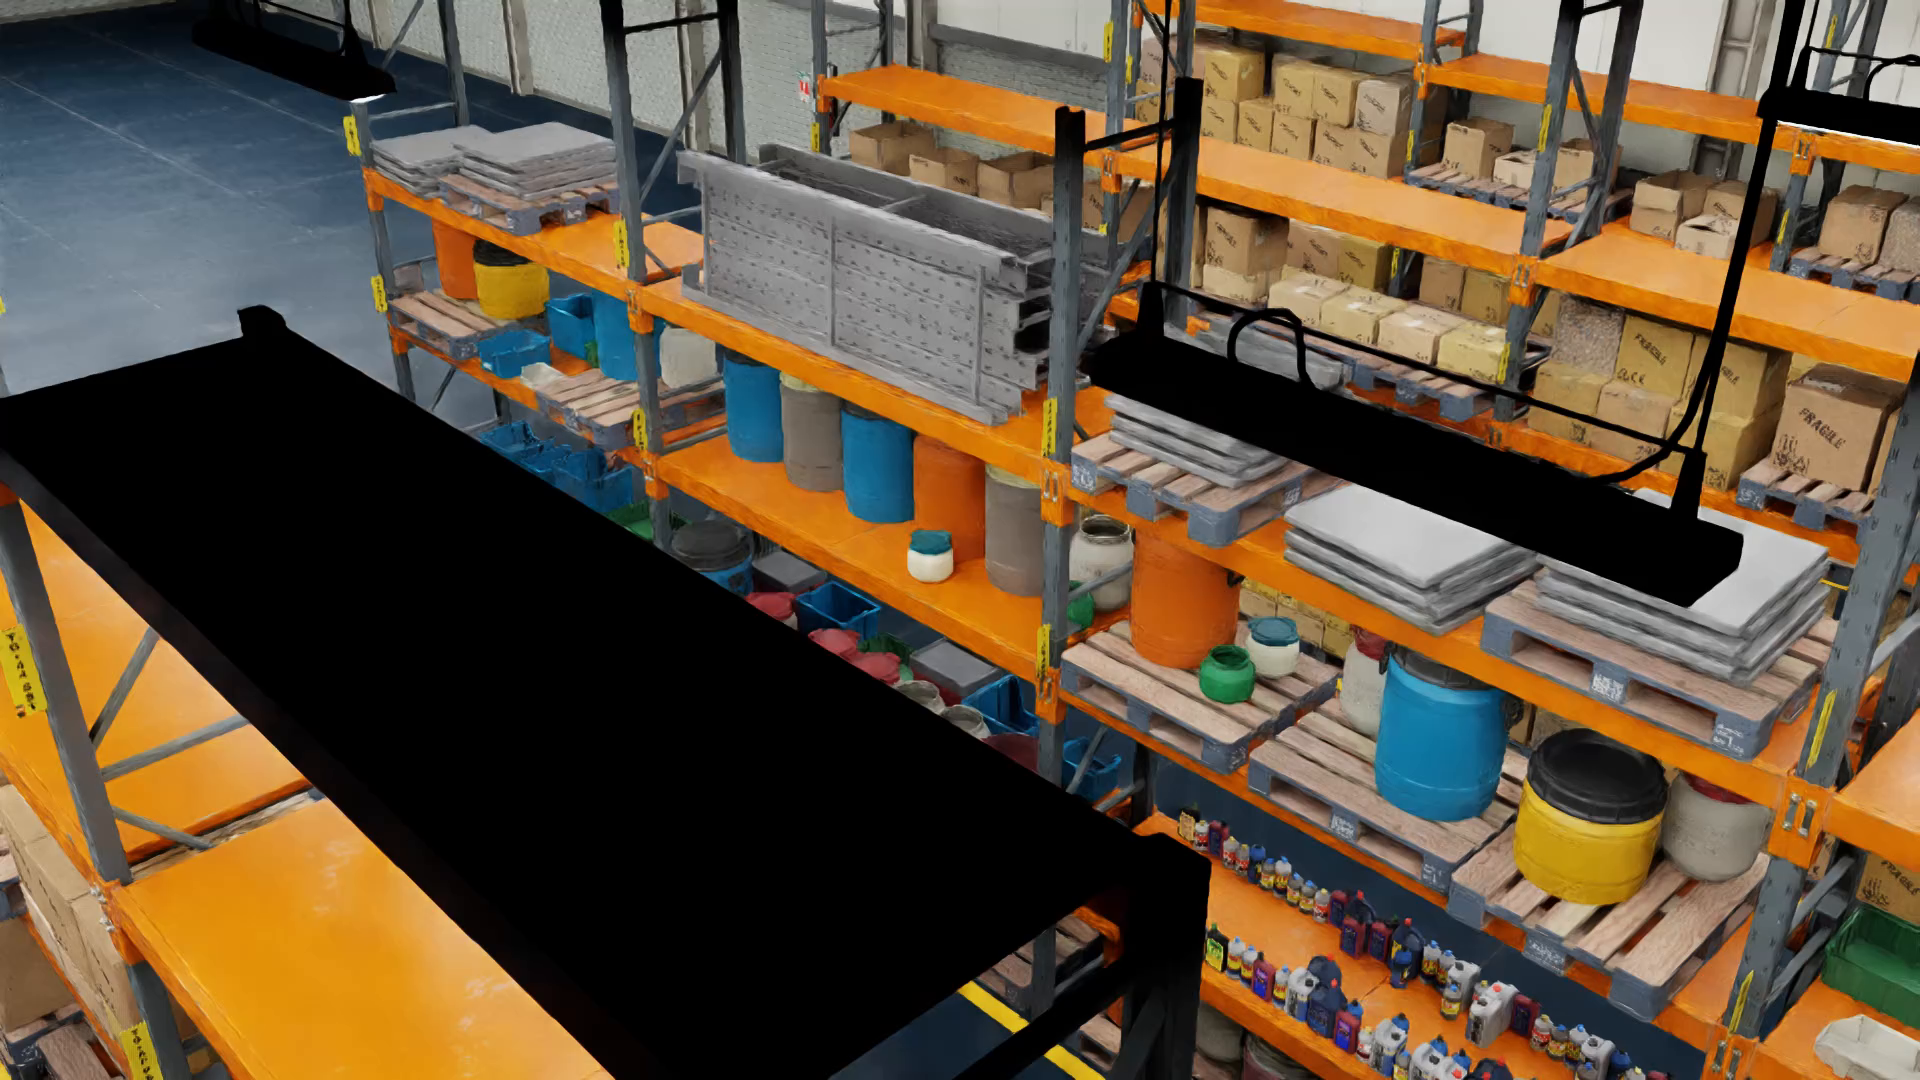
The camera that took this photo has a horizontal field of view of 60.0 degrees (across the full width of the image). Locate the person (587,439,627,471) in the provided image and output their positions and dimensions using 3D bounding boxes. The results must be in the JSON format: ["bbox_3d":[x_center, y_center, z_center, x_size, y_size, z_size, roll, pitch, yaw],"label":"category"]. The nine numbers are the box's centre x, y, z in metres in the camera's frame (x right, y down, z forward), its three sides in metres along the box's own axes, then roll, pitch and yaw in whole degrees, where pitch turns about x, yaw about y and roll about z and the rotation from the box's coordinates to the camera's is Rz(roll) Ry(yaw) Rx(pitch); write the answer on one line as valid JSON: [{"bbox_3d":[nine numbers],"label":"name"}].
[{"bbox_3d":[-3.521,-0.986,16.782,0.628,1.775,0.677,-6,29,-10],"label":"person"}]
